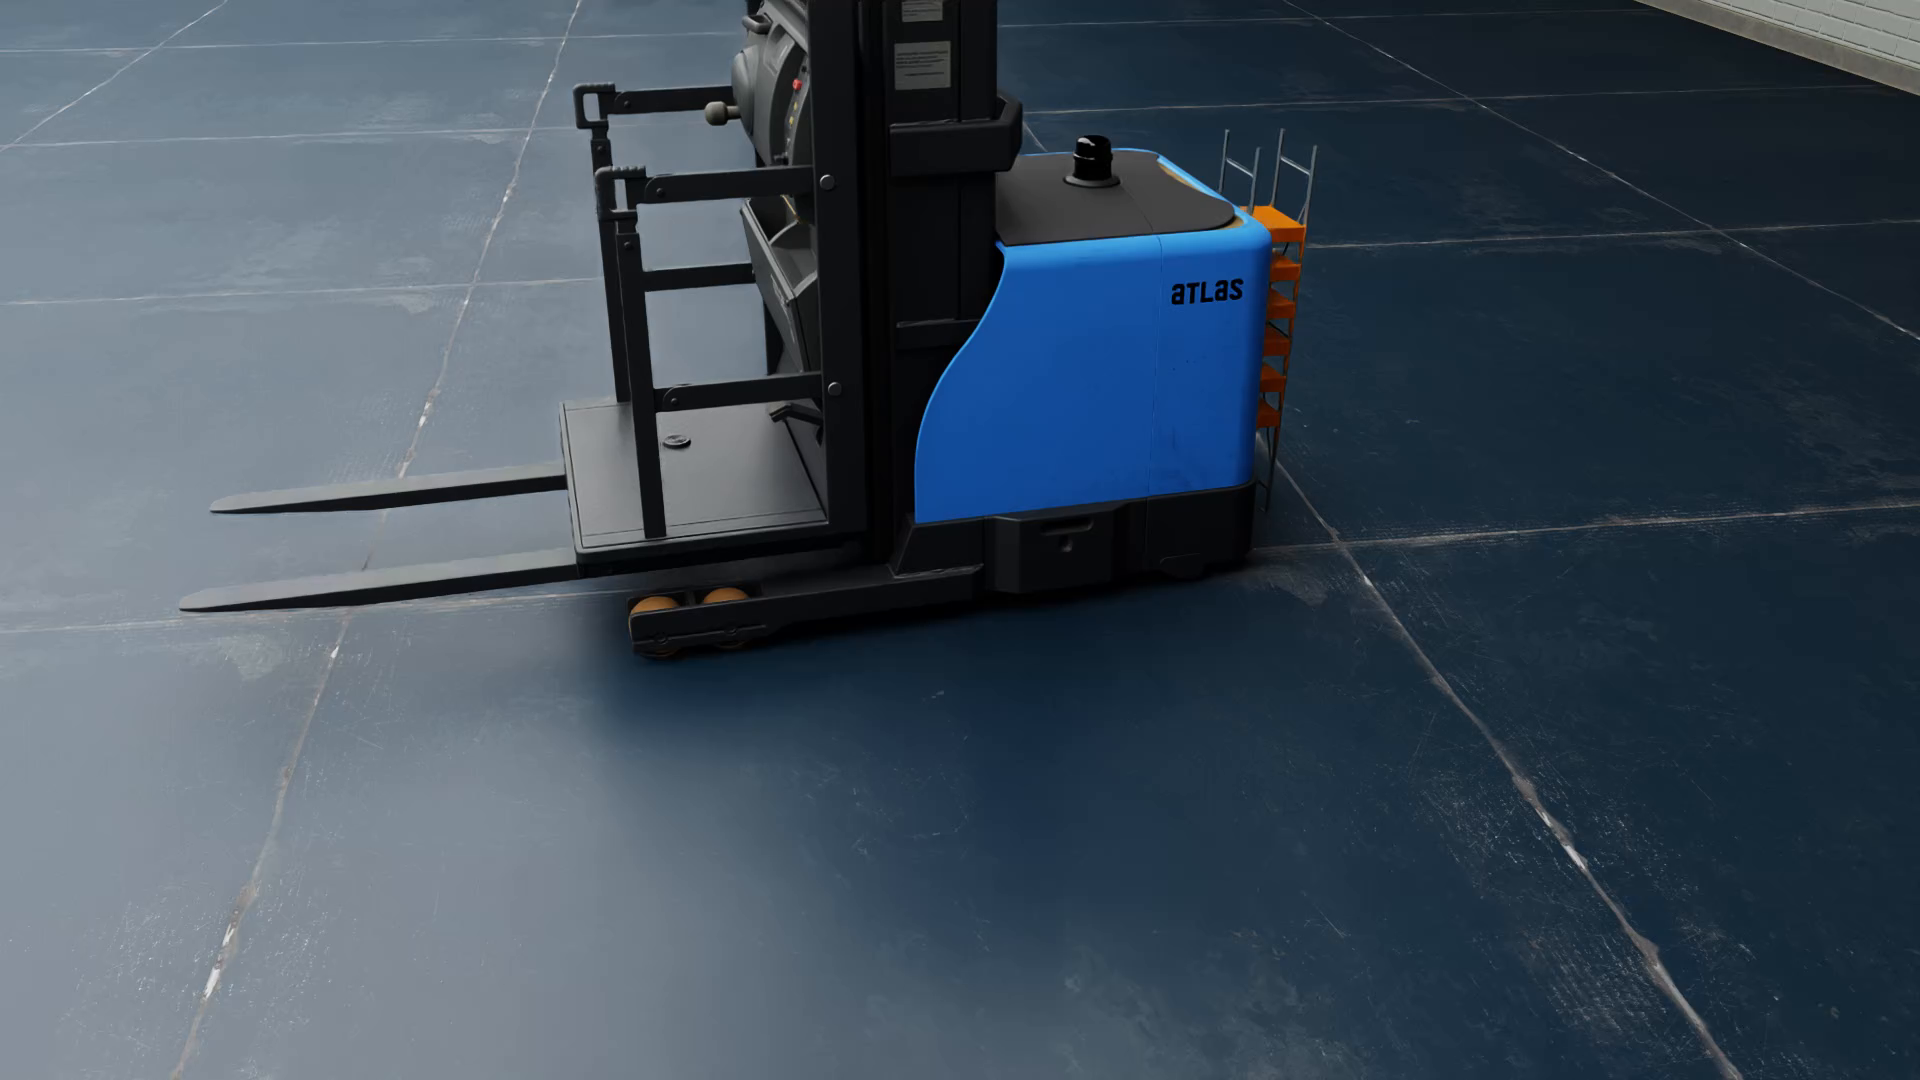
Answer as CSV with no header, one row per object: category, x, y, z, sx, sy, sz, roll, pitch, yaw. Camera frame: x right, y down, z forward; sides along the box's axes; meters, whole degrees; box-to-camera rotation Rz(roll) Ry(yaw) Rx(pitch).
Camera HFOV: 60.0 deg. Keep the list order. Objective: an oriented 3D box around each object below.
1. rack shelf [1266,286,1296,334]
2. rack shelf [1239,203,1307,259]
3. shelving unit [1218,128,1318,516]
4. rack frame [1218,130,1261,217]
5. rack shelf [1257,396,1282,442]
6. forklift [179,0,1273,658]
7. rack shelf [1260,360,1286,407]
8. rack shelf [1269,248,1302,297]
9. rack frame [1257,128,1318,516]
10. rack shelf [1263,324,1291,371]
rack shelf,0.904,-0.726,5.177,0.180,0.103,0.258,-5,28,-15
rack shelf,0.914,-0.941,5.070,0.180,0.103,0.258,-5,28,-15
shelving unit,0.901,-0.658,5.211,0.189,1.200,0.258,-5,28,-15
rack frame,0.813,-0.650,5.187,0.006,1.200,0.240,-5,28,-15
rack shelf,0.890,-0.404,5.338,0.180,0.103,0.258,-5,28,-15
forklift,-0.691,-1.245,4.466,3.031,2.935,1.130,-7,28,-13
rack shelf,0.895,-0.511,5.285,0.180,0.103,0.258,-5,28,-15
rack shelf,0.909,-0.833,5.124,0.180,0.103,0.258,-5,28,-15
rack frame,0.989,-0.667,5.235,0.006,1.200,0.240,-5,28,-15
rack shelf,0.900,-0.619,5.231,0.180,0.103,0.258,-5,28,-15
